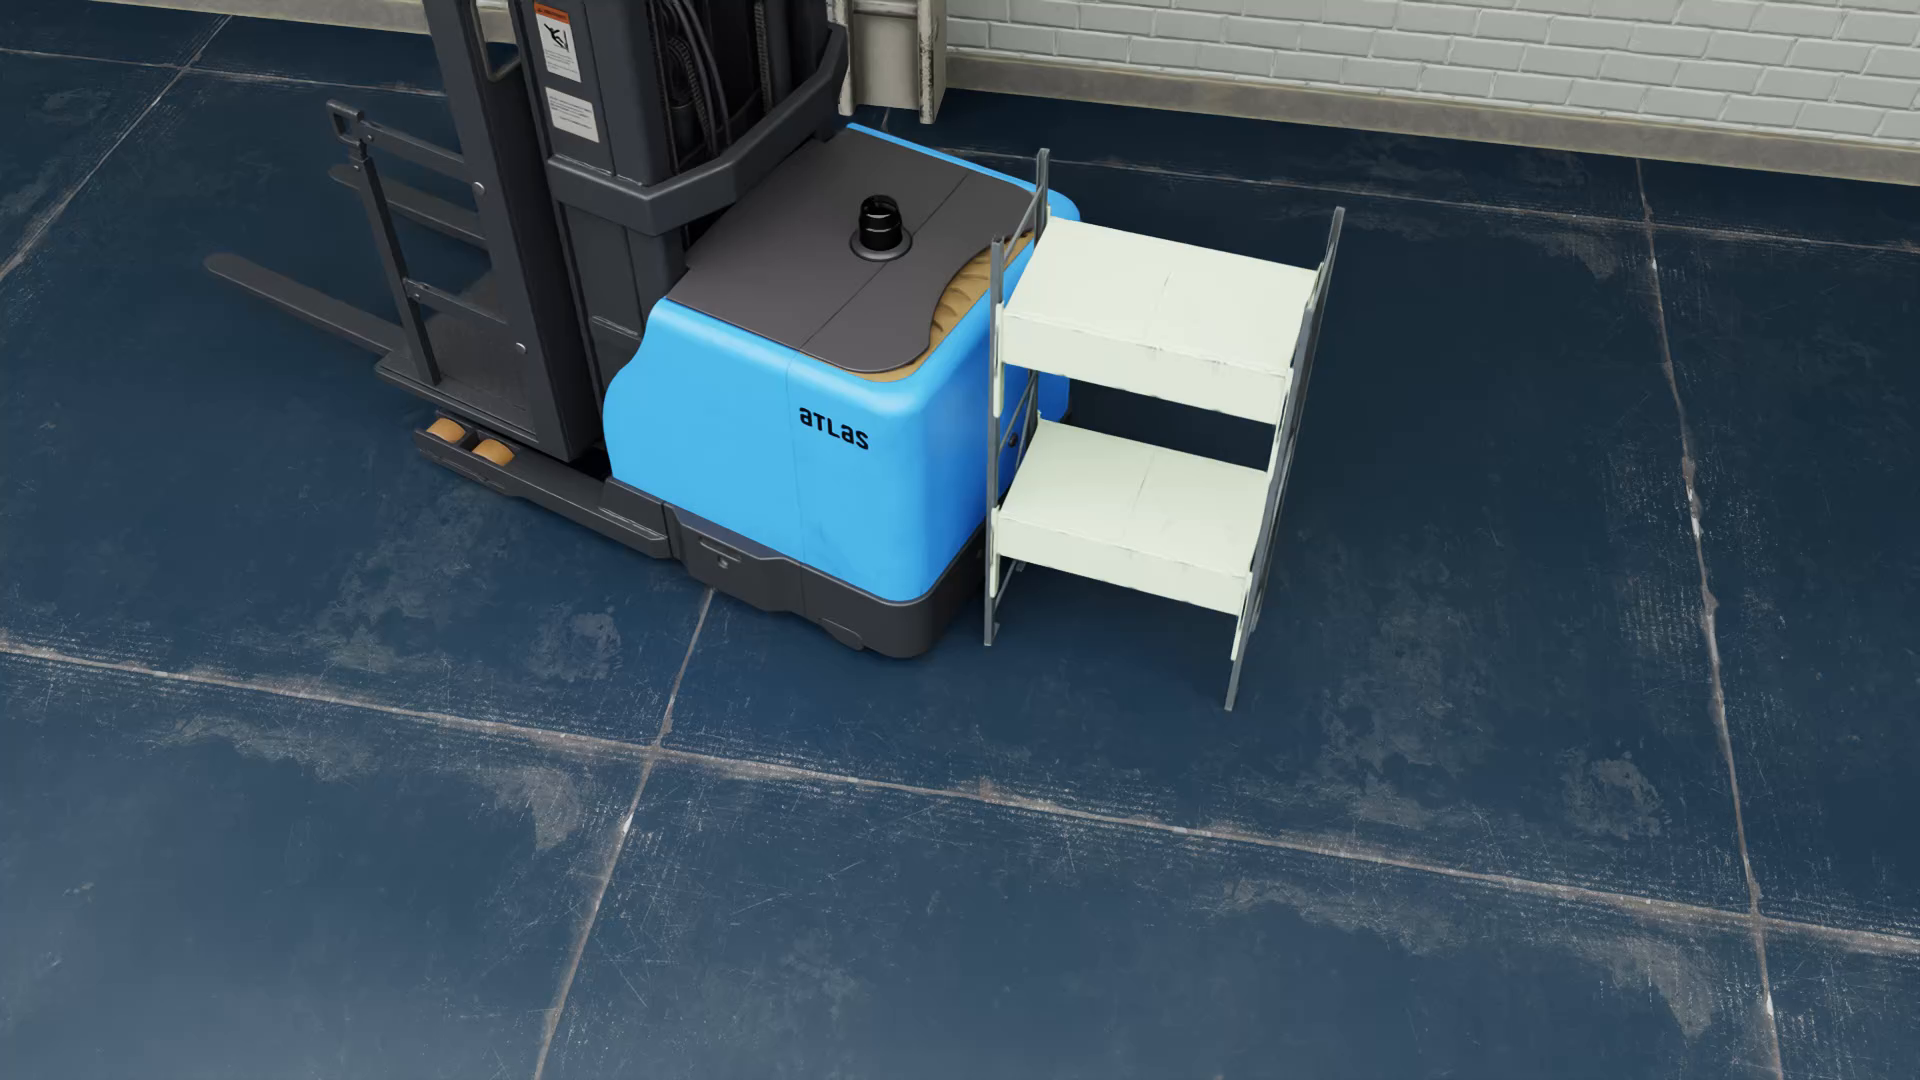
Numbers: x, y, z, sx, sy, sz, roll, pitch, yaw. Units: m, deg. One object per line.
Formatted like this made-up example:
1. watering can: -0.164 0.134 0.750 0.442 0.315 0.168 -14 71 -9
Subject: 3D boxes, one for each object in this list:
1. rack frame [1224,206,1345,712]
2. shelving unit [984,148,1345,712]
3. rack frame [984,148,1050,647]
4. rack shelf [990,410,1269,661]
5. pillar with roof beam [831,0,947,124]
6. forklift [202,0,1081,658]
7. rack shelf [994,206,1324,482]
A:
1. rack frame: 0.839 -0.148 4.375 0.023 1.500 0.400 14 50 13
2. shelving unit: 0.493 -0.236 4.454 0.755 1.500 0.431 14 50 13
3. rack frame: 0.146 -0.324 4.533 0.023 1.500 0.400 14 50 13
4. rack shelf: 0.493 -0.018 4.696 0.720 0.370 0.431 14 50 13
5. pillar with roof beam: -1.042 -1.689 0.718 0.400 9.000 9.100 8 49 7
6. forklift: -1.180 -1.458 4.590 3.031 2.935 1.130 23 52 19
7. rack shelf: 0.493 -0.497 4.164 0.720 0.370 0.431 14 50 13
